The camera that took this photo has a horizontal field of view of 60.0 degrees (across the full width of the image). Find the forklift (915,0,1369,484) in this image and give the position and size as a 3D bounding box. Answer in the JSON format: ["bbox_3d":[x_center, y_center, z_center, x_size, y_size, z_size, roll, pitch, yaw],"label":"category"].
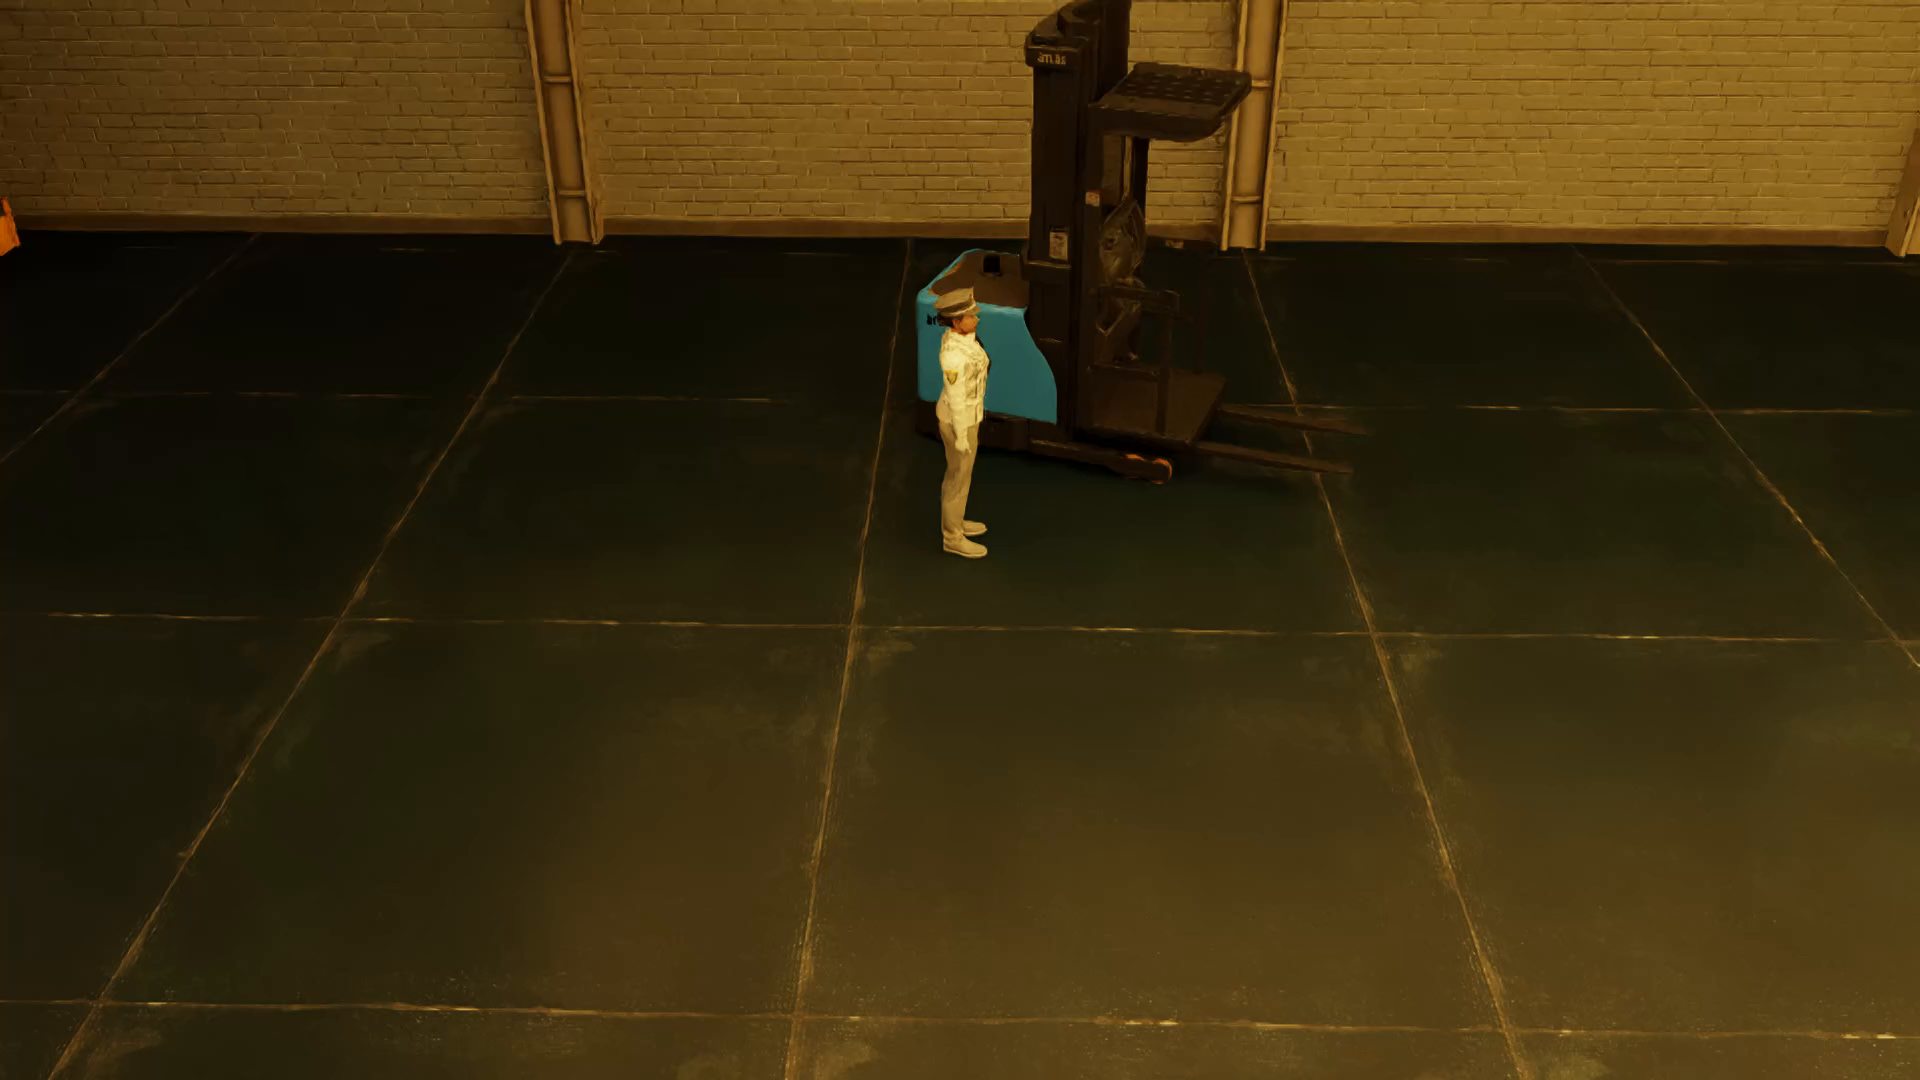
[{"bbox_3d":[1.258,-1.944,10.912,3.031,2.935,1.130,11,32,18],"label":"forklift"}]

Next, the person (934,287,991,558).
[{"bbox_3d":[0.015,-0.727,10.072,0.337,1.692,0.463,1,31,1],"label":"person"}]
